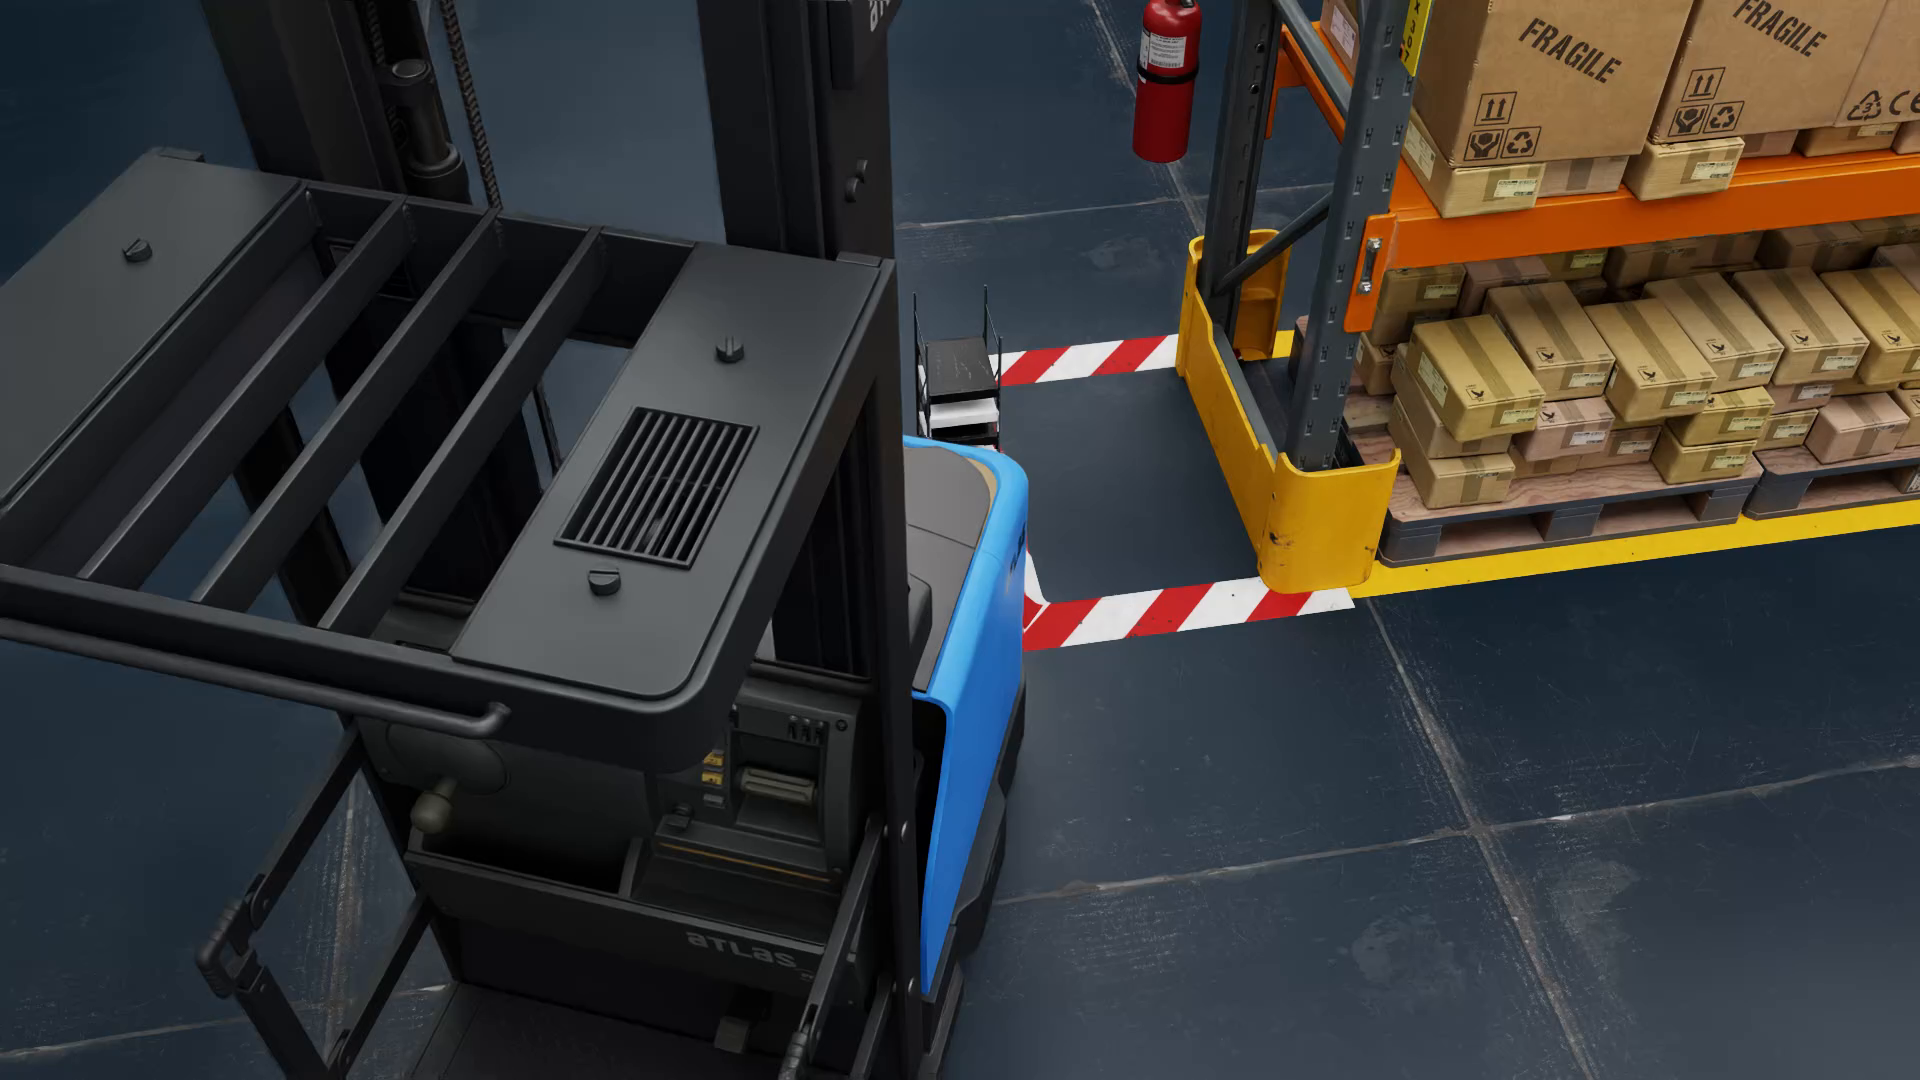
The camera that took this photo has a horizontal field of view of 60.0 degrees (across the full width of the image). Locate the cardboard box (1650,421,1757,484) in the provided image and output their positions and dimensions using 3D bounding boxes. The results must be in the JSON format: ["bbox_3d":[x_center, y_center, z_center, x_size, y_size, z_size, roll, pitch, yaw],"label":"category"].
[{"bbox_3d":[2.268,-0.367,5.209,0.250,0.149,0.380,-7,46,-6],"label":"cardboard box"}]

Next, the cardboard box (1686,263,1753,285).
[{"bbox_3d":[2.431,-0.959,5.573,0.250,0.149,0.380,-6,46,-6],"label":"cardboard box"}]

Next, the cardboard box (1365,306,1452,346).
[{"bbox_3d":[1.411,-0.821,5.440,0.250,0.149,0.380,-8,47,-8],"label":"cardboard box"}]

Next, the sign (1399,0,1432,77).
[{"bbox_3d":[1.032,-1.209,3.731,0.005,0.325,0.100,-7,46,-7],"label":"sign"}]

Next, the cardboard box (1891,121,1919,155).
[{"bbox_3d":[2.584,-1.225,4.522,0.250,0.149,0.380,-8,47,-8],"label":"cardboard box"}]

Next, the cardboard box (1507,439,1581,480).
[{"bbox_3d":[1.754,-0.378,5.219,0.250,0.149,0.380,-7,47,-7],"label":"cardboard box"}]

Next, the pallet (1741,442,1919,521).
[{"bbox_3d":[3.020,-0.558,5.641,1.213,0.211,1.003,-7,46,-7],"label":"pallet"}]

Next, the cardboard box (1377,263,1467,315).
[{"bbox_3d":[1.418,-0.902,5.311,0.250,0.149,0.380,-7,46,-6],"label":"cardboard box"}]

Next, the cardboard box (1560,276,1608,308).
[{"bbox_3d":[1.923,-0.886,5.502,0.250,0.149,0.380,-9,47,-8],"label":"cardboard box"}]

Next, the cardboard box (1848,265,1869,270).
[{"bbox_3d":[2.953,-1.031,5.642,0.250,0.149,0.380,-7,46,-6],"label":"cardboard box"}]

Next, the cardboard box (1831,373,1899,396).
[{"bbox_3d":[2.782,-0.640,5.265,0.250,0.149,0.380,-5,46,-5],"label":"cardboard box"}]

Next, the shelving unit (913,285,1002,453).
[{"bbox_3d":[-0.008,-0.311,4.925,0.210,0.900,0.258,-7,46,-7],"label":"shelving unit"}]

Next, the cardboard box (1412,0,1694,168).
[{"bbox_3d":[1.429,-1.291,4.135,0.500,0.500,0.500,-5,46,-5],"label":"cardboard box"}]

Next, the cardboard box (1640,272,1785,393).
[{"bbox_3d":[2.265,-0.629,5.048,0.250,0.149,0.380,-9,47,-9],"label":"cardboard box"}]

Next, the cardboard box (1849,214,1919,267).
[{"bbox_3d":[2.962,-1.079,5.482,0.250,0.149,0.380,-7,46,-7],"label":"cardboard box"}]

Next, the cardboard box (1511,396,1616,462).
[{"bbox_3d":[1.779,-0.430,5.063,0.250,0.149,0.380,-7,47,-7],"label":"cardboard box"}]

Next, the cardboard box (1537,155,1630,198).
[{"bbox_3d":[1.558,-1.075,4.377,0.250,0.149,0.380,-6,46,-5],"label":"cardboard box"}]

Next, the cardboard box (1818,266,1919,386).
[{"bbox_3d":[2.807,-0.656,5.074,0.250,0.149,0.380,-6,46,-6],"label":"cardboard box"}]

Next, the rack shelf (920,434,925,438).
[{"bbox_3d":[-0.008,-0.226,5.014,0.200,0.077,0.258,-7,46,-7],"label":"rack shelf"}]

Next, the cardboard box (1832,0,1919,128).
[{"bbox_3d":[2.437,-1.426,4.265,0.500,0.500,0.500,-7,46,-6],"label":"cardboard box"}]

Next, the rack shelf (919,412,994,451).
[{"bbox_3d":[-0.008,-0.288,4.949,0.200,0.077,0.258,-7,46,-7],"label":"rack shelf"}]

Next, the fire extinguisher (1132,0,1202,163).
[{"bbox_3d":[0.613,-1.434,4.862,0.183,0.674,0.296,-7,46,-7],"label":"fire extinguisher"}]

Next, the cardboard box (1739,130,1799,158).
[{"bbox_3d":[2.065,-1.199,4.497,0.250,0.149,0.380,-5,46,-5],"label":"cardboard box"}]

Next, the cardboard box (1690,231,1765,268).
[{"bbox_3d":[2.430,-1.073,5.476,0.250,0.149,0.380,-6,46,-5],"label":"cardboard box"}]

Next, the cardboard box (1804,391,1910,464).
[{"bbox_3d":[2.764,-0.435,5.274,0.250,0.149,0.380,-9,47,-9],"label":"cardboard box"}]

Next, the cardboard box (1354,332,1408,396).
[{"bbox_3d":[1.423,-0.663,5.494,0.250,0.149,0.380,-6,46,-6],"label":"cardboard box"}]

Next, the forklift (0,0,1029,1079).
[{"bbox_3d":[-0.680,0.469,2.763,1.130,2.935,3.031,10,47,10],"label":"forklift"}]

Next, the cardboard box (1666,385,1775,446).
[{"bbox_3d":[2.276,-0.477,5.108,0.250,0.149,0.380,-6,46,-6],"label":"cardboard box"}]

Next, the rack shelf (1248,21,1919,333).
[{"bbox_3d":[2.910,-1.290,4.910,4.000,0.370,1.077,-7,46,-7],"label":"rack shelf"}]

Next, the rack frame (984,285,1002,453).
[{"bbox_3d":[0.092,-0.324,4.937,0.006,0.900,0.240,-7,46,-7],"label":"rack frame"}]

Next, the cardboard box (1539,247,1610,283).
[{"bbox_3d":[1.909,-1.014,5.419,0.250,0.149,0.380,-8,47,-8],"label":"cardboard box"}]

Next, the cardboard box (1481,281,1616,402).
[{"bbox_3d":[1.765,-0.600,5.020,0.250,0.149,0.380,-6,46,-6],"label":"cardboard box"}]
